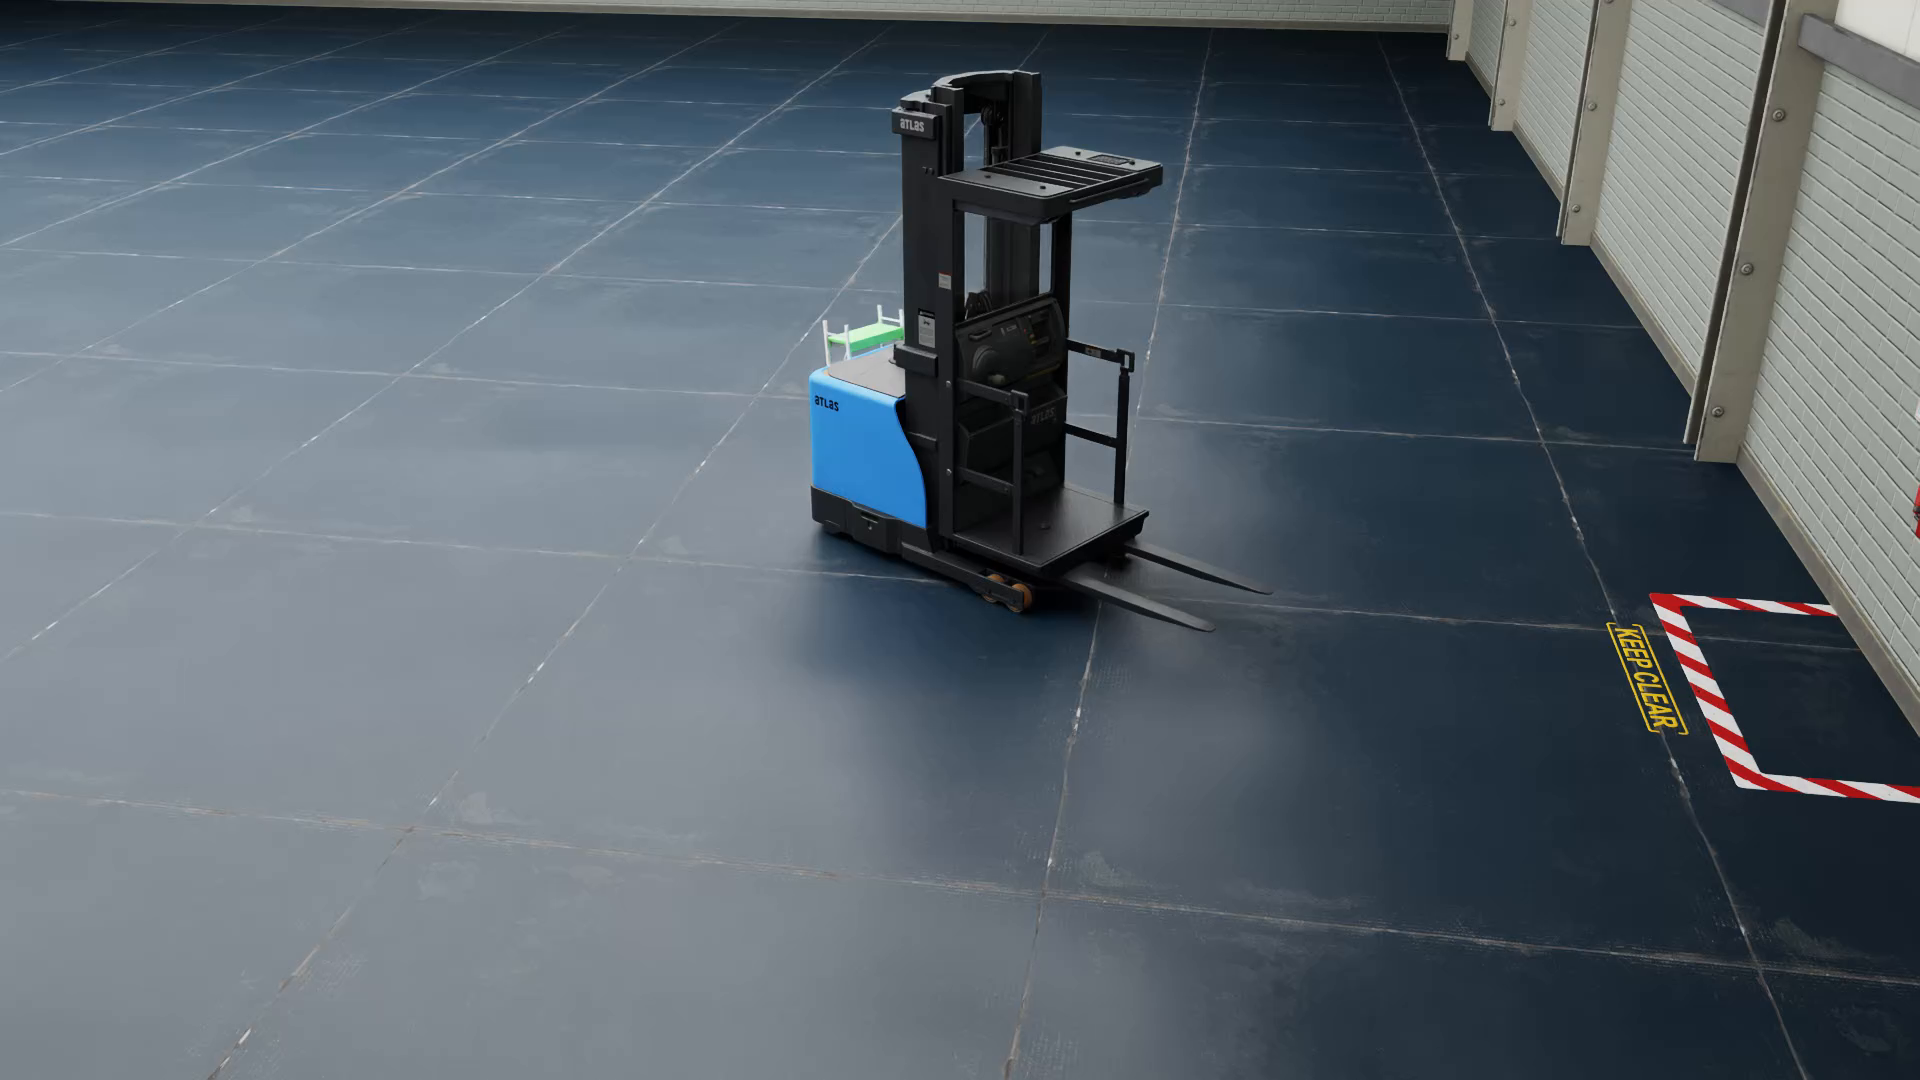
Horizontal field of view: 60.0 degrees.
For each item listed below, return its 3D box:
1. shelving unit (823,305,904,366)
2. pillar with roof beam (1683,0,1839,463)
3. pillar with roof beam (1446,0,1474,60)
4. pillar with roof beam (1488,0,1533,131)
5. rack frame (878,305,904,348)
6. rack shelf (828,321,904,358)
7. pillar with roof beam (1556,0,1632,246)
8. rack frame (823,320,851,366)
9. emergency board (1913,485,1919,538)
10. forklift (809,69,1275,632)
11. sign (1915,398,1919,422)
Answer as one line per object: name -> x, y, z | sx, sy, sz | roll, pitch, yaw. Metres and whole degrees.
shelving unit -> -0.611, -0.945, 11.331 | 0.503, 1.200, 0.258 | -23, 28, -40
pillar with roof beam -> 1.232, -5.016, 10.851 | 9.100, 9.000, 0.400 | 4, 25, 9
pillar with roof beam -> 4.173, -12.544, 26.934 | 9.100, 9.000, 0.400 | 4, 25, 9
pillar with roof beam -> 3.193, -10.035, 21.573 | 9.100, 9.000, 0.400 | 4, 25, 9
rack frame -> -0.438, -1.018, 11.486 | 0.015, 1.200, 0.240 | -23, 28, -40
rack shelf -> -0.636, -1.332, 11.178 | 0.480, 0.148, 0.258 | -23, 28, -40
pillar with roof beam -> 2.212, -7.525, 16.212 | 9.100, 9.000, 0.400 | 4, 25, 9
rack frame -> -0.784, -0.873, 11.175 | 0.015, 1.200, 0.240 | -23, 28, -40
emergency board -> 4.940, -0.522, 8.327 | 0.194, 1.169, 0.643 | 4, 25, 9
forklift -> 0.466, -1.152, 9.754 | 3.031, 2.935, 1.130 | 21, 32, 37
sign -> 5.132, -0.762, 8.798 | 0.001, 0.329, 0.234 | 4, 25, 9
